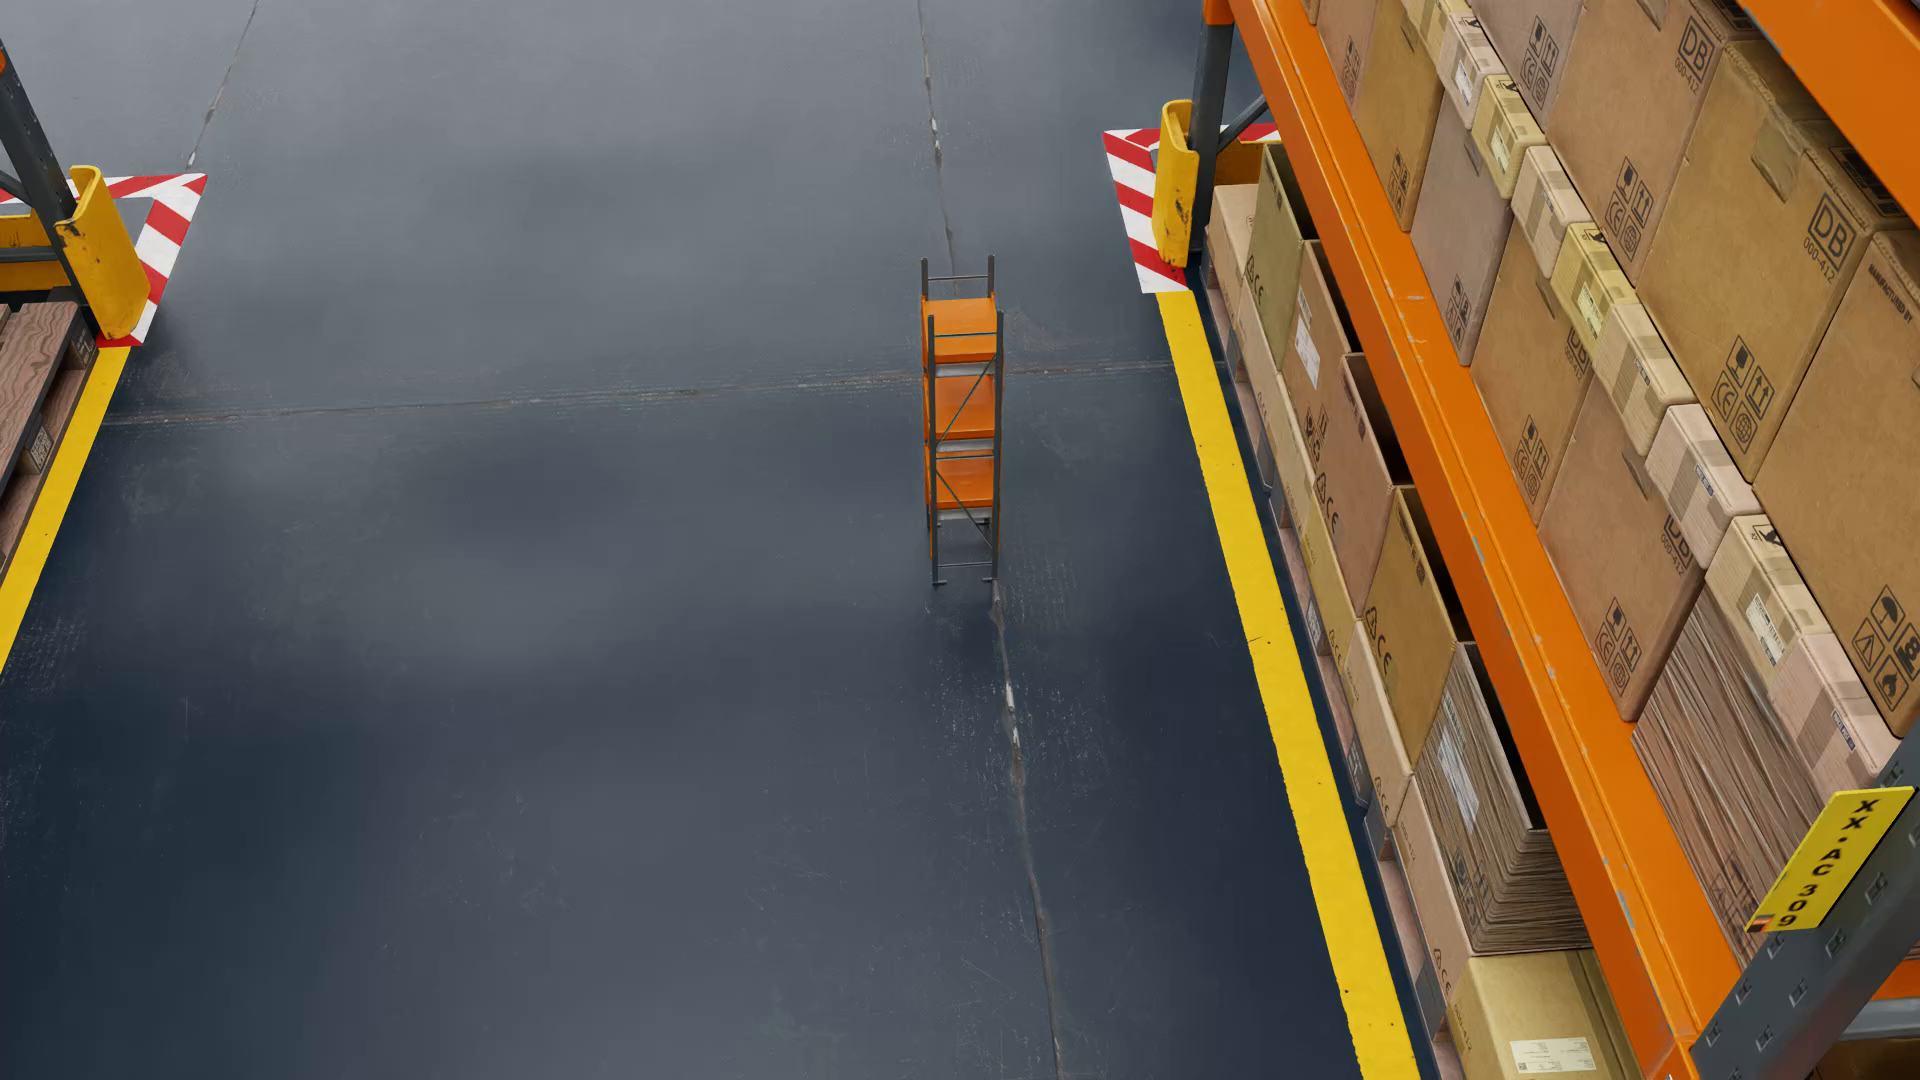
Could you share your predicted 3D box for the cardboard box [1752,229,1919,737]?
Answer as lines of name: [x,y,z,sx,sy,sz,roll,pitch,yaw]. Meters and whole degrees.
cardboard box: [1.622,-0.095,2.312,0.700,0.500,0.500,-3,47,-3]

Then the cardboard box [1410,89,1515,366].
cardboard box: [1.490,-0.764,3.838,0.700,0.500,0.500,-2,47,-2]

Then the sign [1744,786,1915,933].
sign: [1.113,0.416,2.139,0.100,0.325,0.005,-3,47,-3]

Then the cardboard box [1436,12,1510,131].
cardboard box: [1.277,-1.036,3.650,0.380,0.149,0.250,-3,47,-3]

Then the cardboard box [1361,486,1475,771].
cardboard box: [1.333,0.203,4.080,0.500,0.500,0.500,-3,47,-3]

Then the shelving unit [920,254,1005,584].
shelving unit: [0.004,-0.322,4.832,0.215,1.050,0.252,-3,47,-3]

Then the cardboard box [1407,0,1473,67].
cardboard box: [1.259,-1.217,3.821,0.380,0.149,0.250,-4,47,-4]

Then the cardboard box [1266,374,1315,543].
cardboard box: [1.241,-0.262,5.037,0.500,0.250,0.500,-3,47,-3]

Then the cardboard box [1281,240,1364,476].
cardboard box: [1.253,-0.520,4.765,0.500,0.500,0.500,-3,47,-3]

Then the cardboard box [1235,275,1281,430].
cardboard box: [1.200,-0.624,5.379,0.500,0.250,0.500,-3,47,-3]

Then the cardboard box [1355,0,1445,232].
cardboard box: [1.442,-1.144,4.199,0.700,0.500,0.500,-3,47,-3]

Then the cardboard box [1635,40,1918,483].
cardboard box: [1.579,-0.460,2.658,0.700,0.500,0.500,-4,47,-3]

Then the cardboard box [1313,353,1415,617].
cardboard box: [1.277,-0.158,4.421,0.500,0.500,0.500,-3,47,-3]

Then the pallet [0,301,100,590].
pallet: [-3.489,-0.290,5.380,1.003,0.211,1.213,-3,47,-3]

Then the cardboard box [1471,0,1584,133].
cardboard box: [1.496,-1.184,3.343,0.700,0.500,0.500,-3,47,-3]

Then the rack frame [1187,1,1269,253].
rack frame: [1.331,-2.188,5.256,1.000,3.000,0.127,-3,47,-3]

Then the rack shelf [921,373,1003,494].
rack shelf: [0.004,-0.315,4.840,0.215,0.259,0.240,-3,47,-3]

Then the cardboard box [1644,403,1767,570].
cardboard box: [1.386,-0.103,2.766,0.380,0.149,0.250,-5,47,-4]

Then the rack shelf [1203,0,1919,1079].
rack shelf: [1.498,-0.493,4.147,1.077,0.370,4.000,-3,47,-3]

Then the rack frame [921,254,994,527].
rack frame: [-0.006,-0.411,4.916,0.200,1.050,0.008,-3,47,-3]

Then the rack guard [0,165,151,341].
rack guard: [-3.552,-0.978,5.832,1.175,0.500,0.348,-3,47,-3]

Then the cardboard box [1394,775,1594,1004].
cardboard box: [1.377,0.823,4.009,0.500,0.250,0.500,-3,47,-3]

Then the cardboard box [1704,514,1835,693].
cardboard box: [1.411,0.086,2.587,0.380,0.149,0.250,-4,47,-4]

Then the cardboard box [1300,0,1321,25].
cardboard box: [1.357,-1.884,4.899,0.700,0.500,0.500,-3,47,-3]

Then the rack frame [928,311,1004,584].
rack frame: [0.015,-0.234,4.749,0.200,1.050,0.008,-3,47,-3]

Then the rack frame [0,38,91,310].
rack frame: [-3.605,-1.889,4.973,1.000,3.000,0.127,-3,47,-3]

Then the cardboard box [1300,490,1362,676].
cardboard box: [1.278,0.100,4.694,0.500,0.250,0.500,-3,47,-3]

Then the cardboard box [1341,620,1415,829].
cardboard box: [1.321,0.462,4.351,0.500,0.250,0.500,-3,47,-3]

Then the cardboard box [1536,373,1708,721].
cardboard box: [1.572,-0.030,3.144,0.700,0.500,0.500,-4,47,-4]

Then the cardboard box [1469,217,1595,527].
cardboard box: [1.534,-0.393,3.488,0.700,0.500,0.500,-3,47,-3]

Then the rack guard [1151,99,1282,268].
rack guard: [1.329,-1.346,6.180,1.175,0.500,0.348,-3,47,-3]

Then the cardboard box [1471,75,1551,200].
cardboard box: [1.300,-0.846,3.469,0.380,0.149,0.250,-2,47,-2]

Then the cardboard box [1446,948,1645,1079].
cardboard box: [1.409,1.185,3.666,0.500,0.250,0.500,-3,47,-3]

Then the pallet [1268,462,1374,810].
pallet: [1.536,0.202,4.913,1.003,0.211,1.213,-3,47,-3]

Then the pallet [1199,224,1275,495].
pallet: [1.437,-0.678,5.747,1.003,0.211,1.213,-3,47,-3]

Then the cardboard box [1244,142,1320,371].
cardboard box: [1.198,-0.881,5.107,0.500,0.500,0.500,-3,47,-3]

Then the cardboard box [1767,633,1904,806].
cardboard box: [1.430,0.265,2.417,0.380,0.149,0.250,-4,47,-3]

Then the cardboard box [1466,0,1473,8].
cardboard box: [1.454,-1.547,3.686,0.700,0.500,0.500,-3,47,-3]

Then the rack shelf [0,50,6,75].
rack shelf: [-3.438,-0.195,3.864,1.077,0.370,4.000,-3,47,-3]

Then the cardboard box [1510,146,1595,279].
cardboard box: [1.325,-0.654,3.287,0.380,0.149,0.250,-2,47,-2]

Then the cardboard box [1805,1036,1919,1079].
cardboard box: [1.939,0.895,3.425,0.500,0.500,0.500,-3,47,-3]

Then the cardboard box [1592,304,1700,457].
cardboard box: [1.363,-0.293,2.946,0.380,0.149,0.250,-4,47,-3]

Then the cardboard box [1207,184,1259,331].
cardboard box: [1.154,-0.985,5.722,0.500,0.250,0.500,-3,47,-3]

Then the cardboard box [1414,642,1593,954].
cardboard box: [1.379,0.565,3.737,0.500,0.500,0.500,-3,47,-3]

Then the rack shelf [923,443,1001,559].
rack shelf: [0.004,-0.124,5.042,0.215,0.259,0.240,-3,47,-3]

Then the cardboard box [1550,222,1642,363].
cardboard box: [1.346,-0.471,3.115,0.380,0.149,0.250,-4,47,-3]

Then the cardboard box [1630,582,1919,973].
cardboard box: [1.622,0.351,2.783,0.700,0.500,0.500,-5,47,-4]

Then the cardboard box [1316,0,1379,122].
cardboard box: [1.406,-1.504,4.540,0.700,0.500,0.500,-2,47,-2]

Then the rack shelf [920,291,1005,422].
rack shelf: [0.004,-0.510,4.634,0.215,0.259,0.240,-3,47,-3]

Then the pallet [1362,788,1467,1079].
pallet: [1.641,1.087,4.075,1.003,0.211,1.213,-3,47,-3]

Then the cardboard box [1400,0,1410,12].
cardboard box: [1.237,-1.401,3.996,0.380,0.149,0.250,-5,47,-5]

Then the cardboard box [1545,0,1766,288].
cardboard box: [1.538,-0.823,3.001,0.700,0.500,0.500,-4,47,-3]
